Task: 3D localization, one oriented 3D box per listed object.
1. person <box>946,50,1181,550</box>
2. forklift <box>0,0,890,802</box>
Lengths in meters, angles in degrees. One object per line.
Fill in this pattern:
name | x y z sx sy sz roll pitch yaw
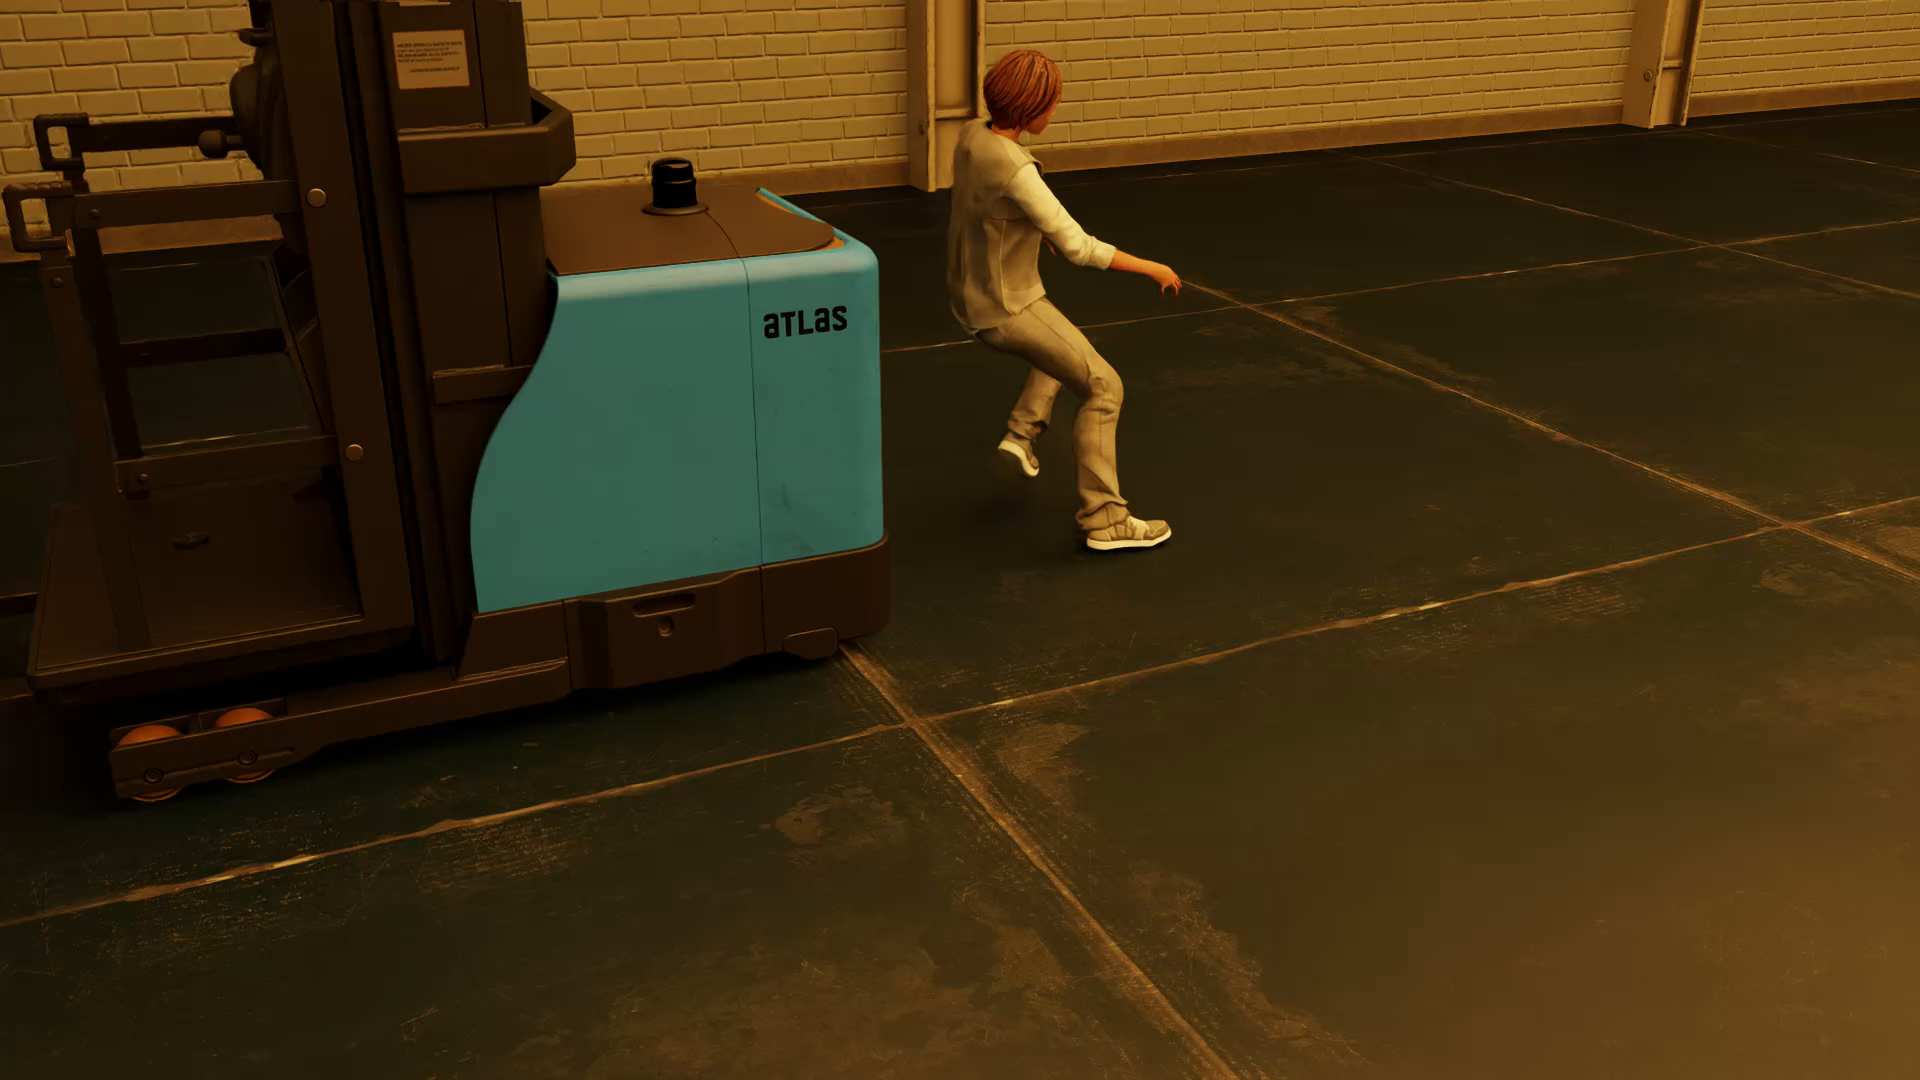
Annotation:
person | 0.305 -0.743 5.011 0.639 1.432 0.701 -7 23 -15
forklift | -1.747 -1.001 3.696 3.031 2.935 1.130 -10 24 -22
